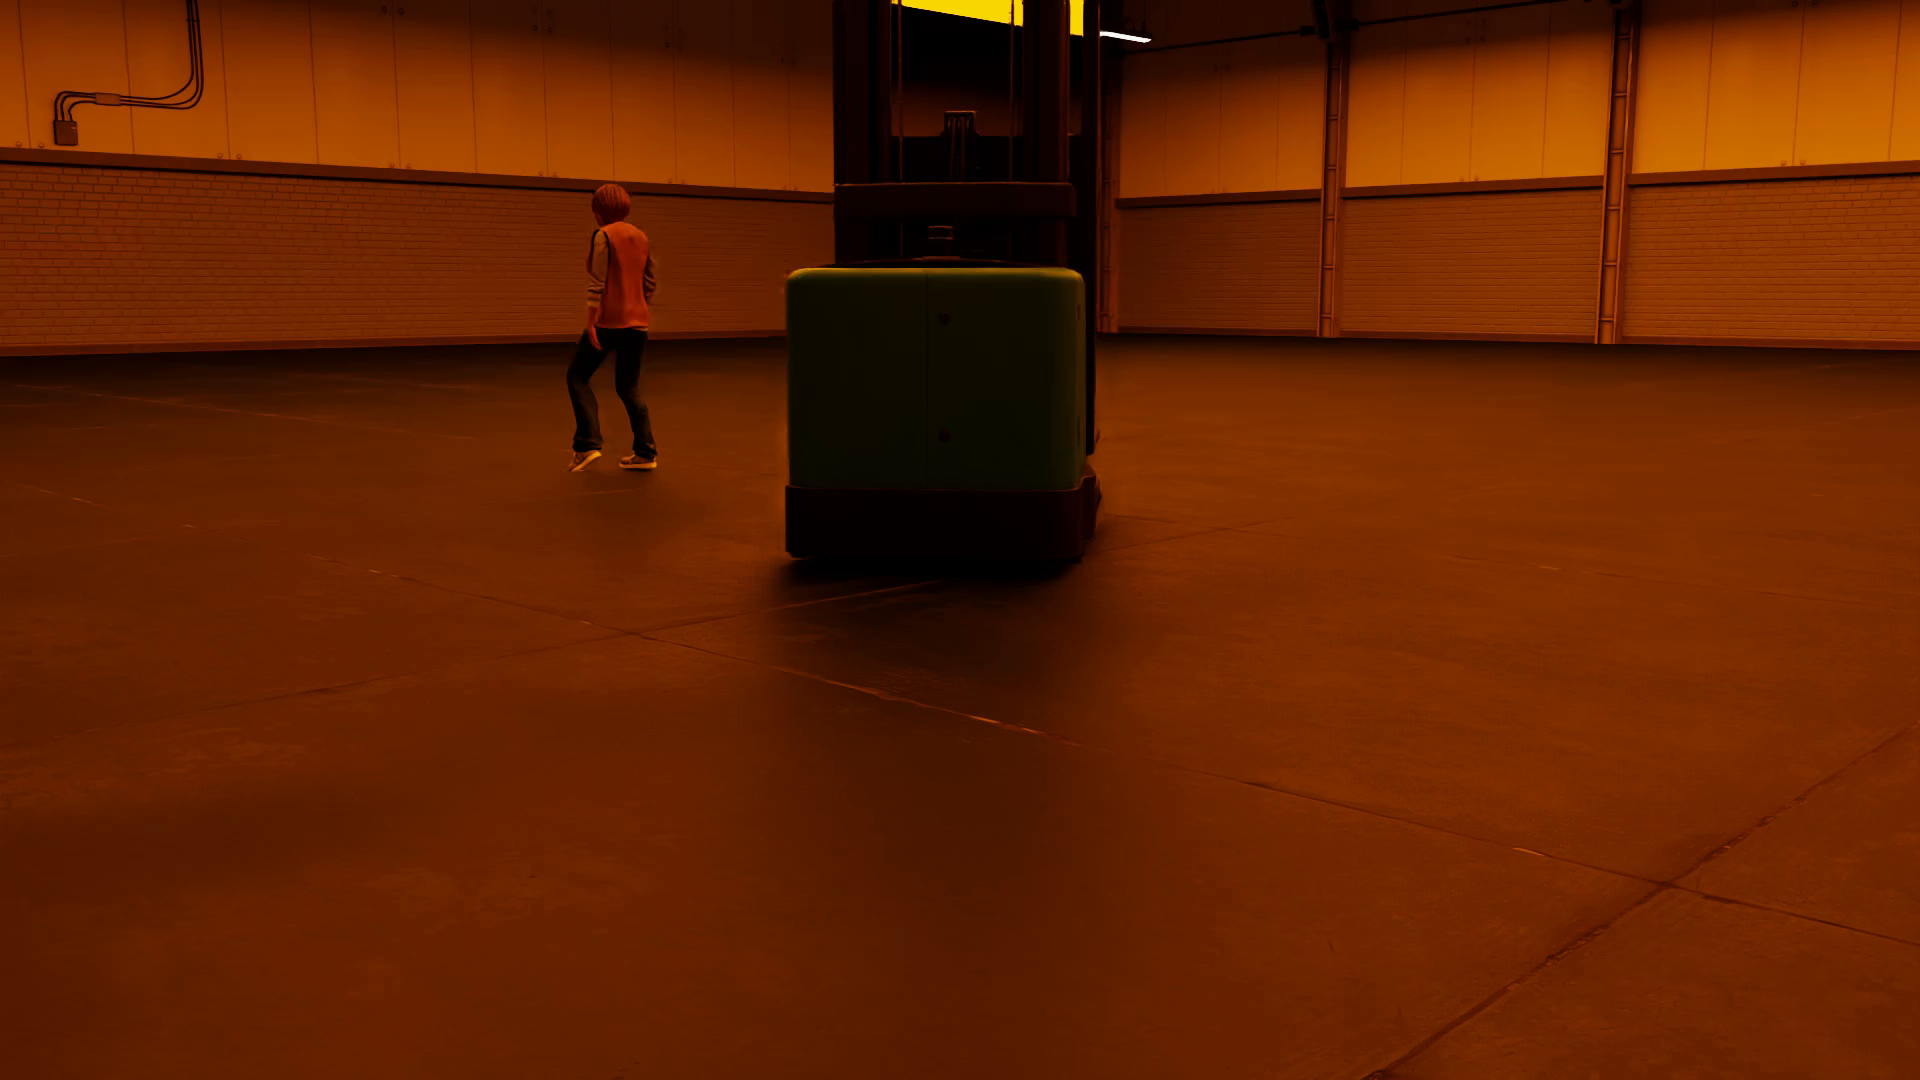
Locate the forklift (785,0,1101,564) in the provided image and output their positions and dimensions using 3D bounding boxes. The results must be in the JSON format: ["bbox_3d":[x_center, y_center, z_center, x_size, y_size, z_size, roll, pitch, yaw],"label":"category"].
[{"bbox_3d":[0.050,-1.541,7.111,1.130,2.935,3.031,1,9,6],"label":"forklift"}]

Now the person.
[{"bbox_3d":[-1.912,-1.151,9.245,0.459,1.627,0.510,5,10,32],"label":"person"}]
